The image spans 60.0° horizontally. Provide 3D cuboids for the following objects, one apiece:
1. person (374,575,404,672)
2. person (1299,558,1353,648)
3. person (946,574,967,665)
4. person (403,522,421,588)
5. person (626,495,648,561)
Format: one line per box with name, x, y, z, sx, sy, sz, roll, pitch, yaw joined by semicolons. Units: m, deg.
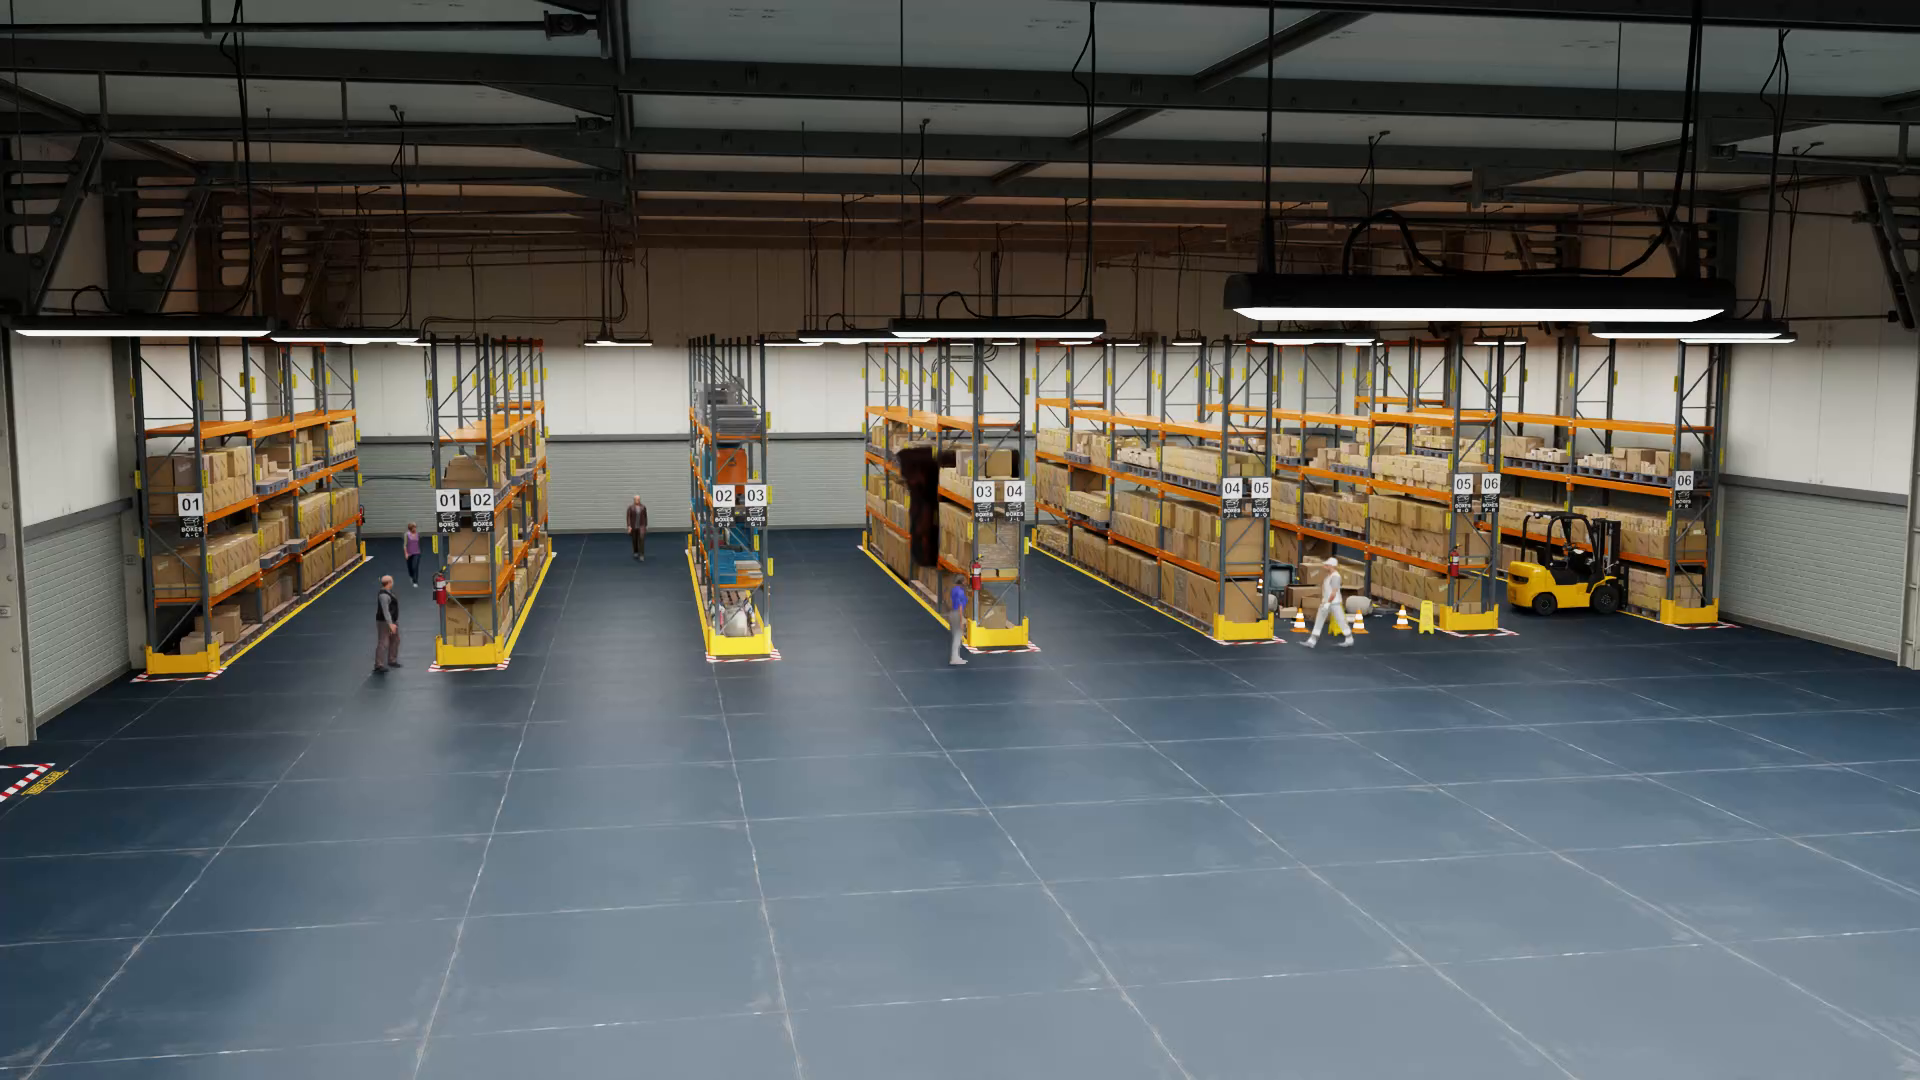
person;-10.217;1.498;29.696;0.473;1.759;0.671;0;7;-4
person;7.049;1.210;31.765;1.042;1.740;0.518;-3;7;-25
person;-0.038;1.451;30.274;0.380;1.649;0.471;-2;7;-16
person;-13.247;0.337;40.238;0.398;1.556;0.823;-2;7;-13
person;-8.805;-0.347;45.324;0.577;1.743;1.066;-1;7;-10
